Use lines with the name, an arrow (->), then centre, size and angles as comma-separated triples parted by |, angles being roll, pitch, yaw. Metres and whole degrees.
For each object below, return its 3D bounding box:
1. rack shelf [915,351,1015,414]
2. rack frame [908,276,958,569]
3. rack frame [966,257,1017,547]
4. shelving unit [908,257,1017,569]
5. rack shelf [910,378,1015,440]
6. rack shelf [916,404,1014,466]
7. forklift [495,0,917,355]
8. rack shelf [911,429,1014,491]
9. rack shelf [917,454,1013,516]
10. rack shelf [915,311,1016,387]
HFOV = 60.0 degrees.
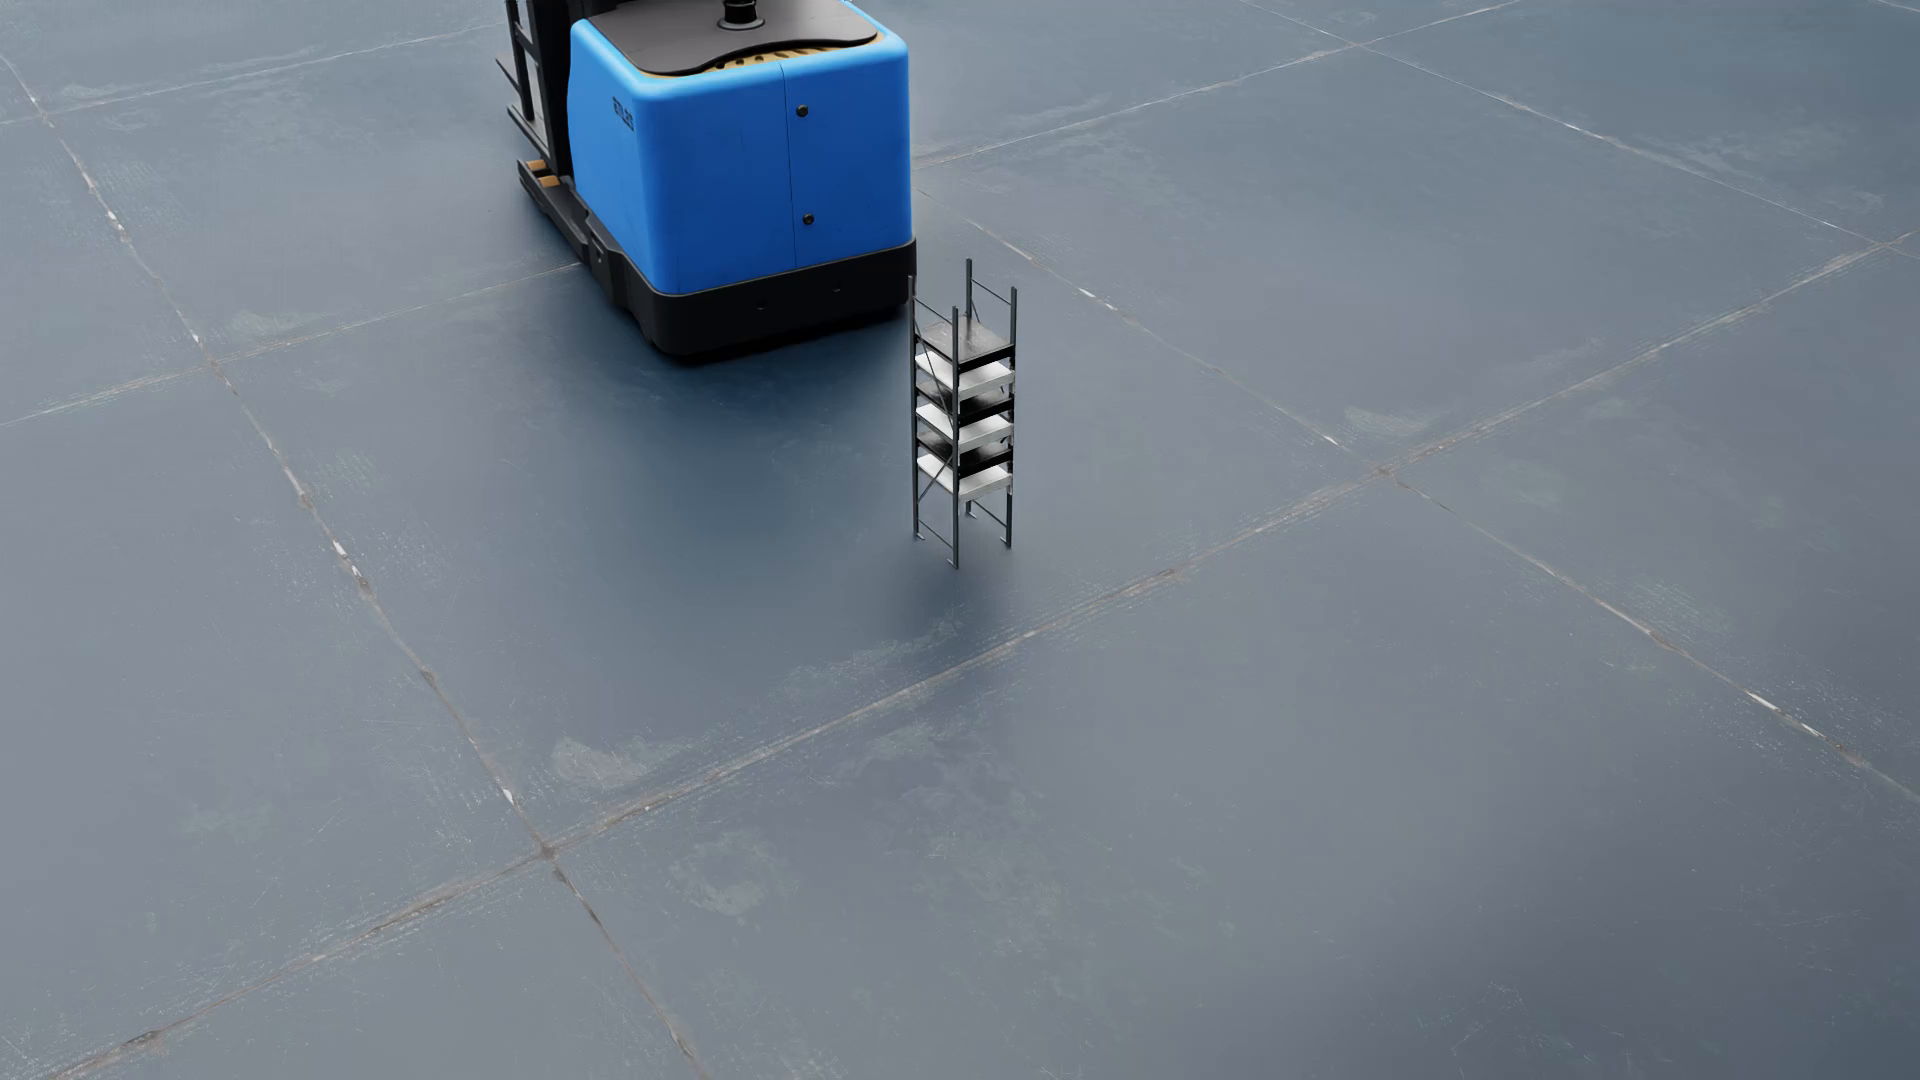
rack shelf -> 0.007, -0.487, 4.905 | 0.200, 0.077, 0.258 | -22, 41, -28
rack frame -> -0.076, -0.334, 4.943 | 0.006, 0.900, 0.240 | -22, 41, -28
rack frame -> 0.090, -0.402, 5.039 | 0.006, 0.900, 0.240 | -22, 41, -28
shelving unit -> 0.007, -0.368, 4.991 | 0.210, 0.900, 0.258 | -22, 41, -28
rack shelf -> 0.007, -0.414, 4.958 | 0.200, 0.077, 0.258 | -22, 41, -28
rack shelf -> 0.007, -0.341, 5.011 | 0.200, 0.077, 0.258 | -22, 41, -28
forklift -> -1.292, -2.709, 6.507 | 1.130, 2.935, 3.031 | -17, 39, -22
rack shelf -> 0.007, -0.268, 5.063 | 0.200, 0.077, 0.258 | -22, 41, -28
rack shelf -> 0.007, -0.195, 5.116 | 0.200, 0.077, 0.258 | -22, 41, -28
rack shelf -> 0.007, -0.560, 4.853 | 0.200, 0.077, 0.258 | -22, 41, -28
